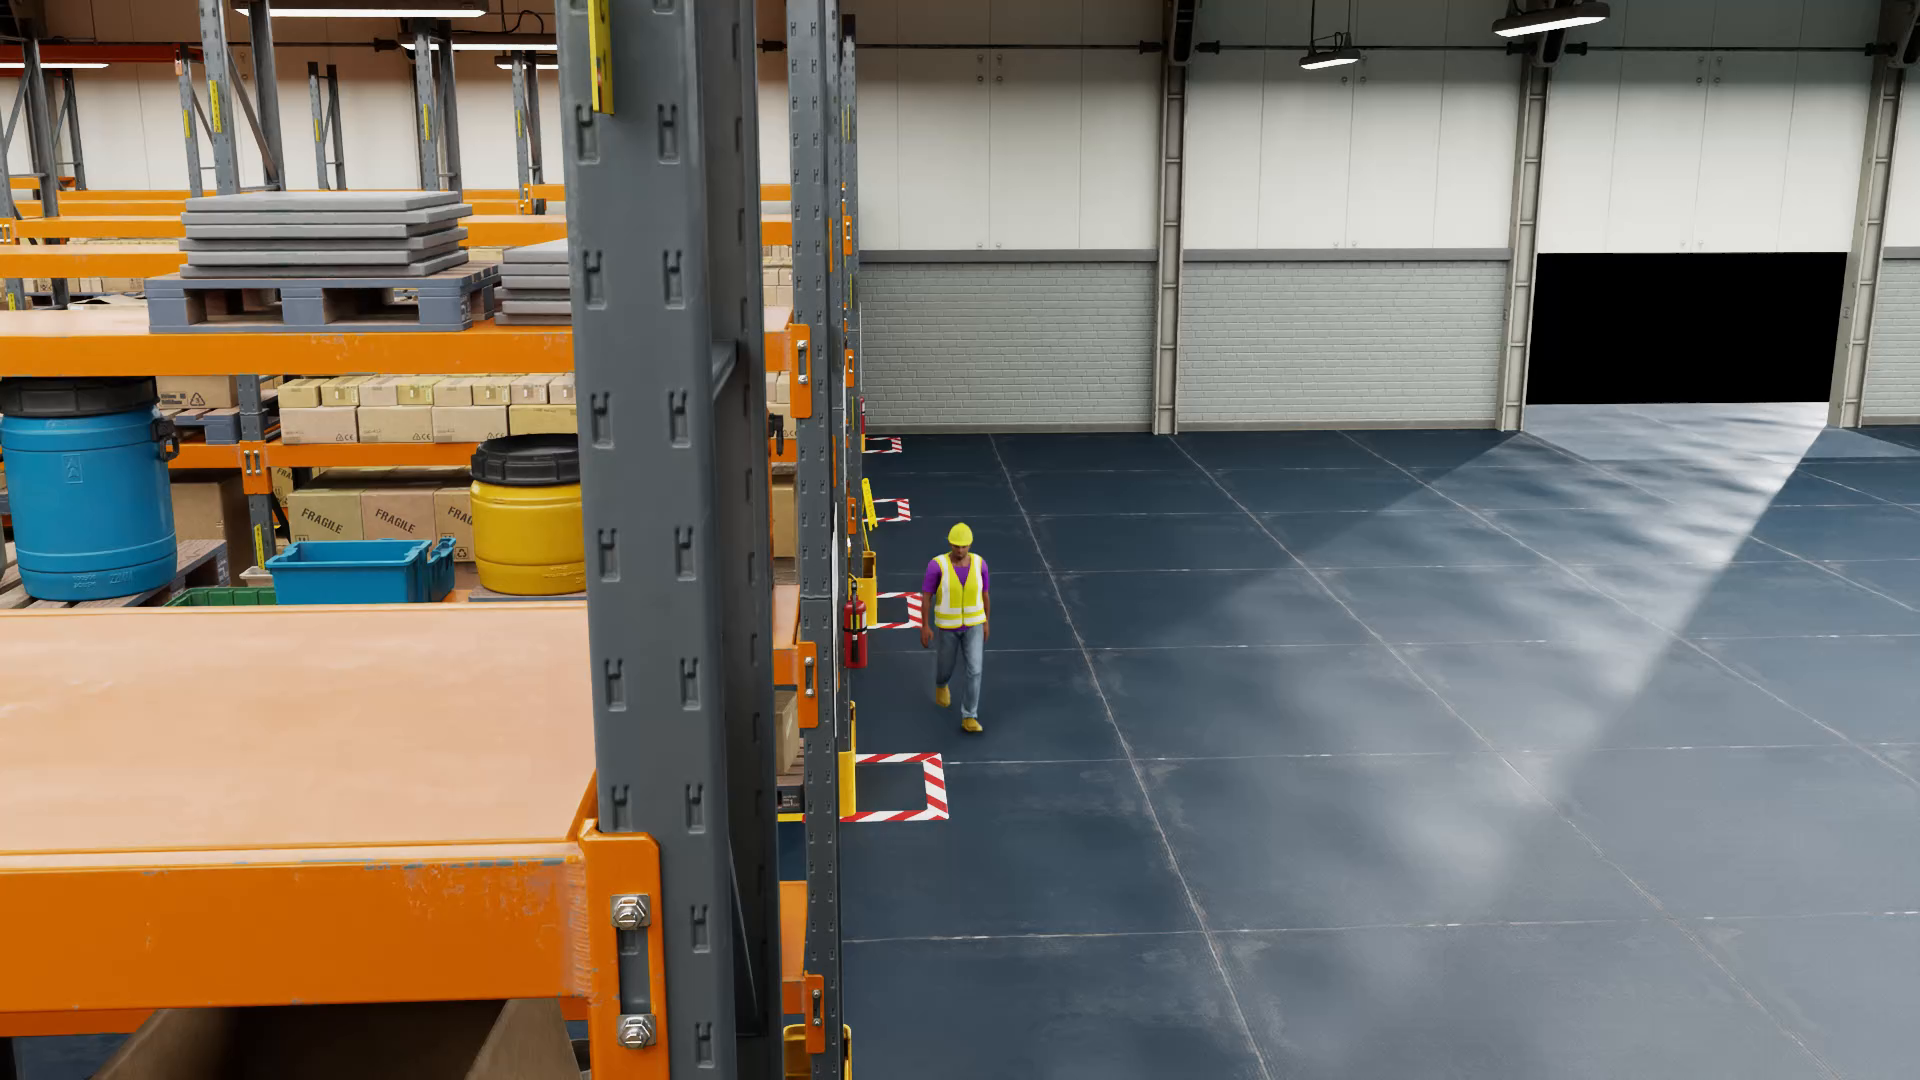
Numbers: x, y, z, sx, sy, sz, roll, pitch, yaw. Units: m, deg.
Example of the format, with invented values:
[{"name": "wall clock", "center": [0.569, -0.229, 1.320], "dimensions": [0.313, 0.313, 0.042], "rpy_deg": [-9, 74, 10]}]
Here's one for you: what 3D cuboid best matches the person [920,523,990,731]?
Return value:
[{"name": "person", "center": [-0.042, 0.698, 13.989], "dimensions": [0.613, 1.740, 0.860], "rpy_deg": [-3, 14, -11]}]
